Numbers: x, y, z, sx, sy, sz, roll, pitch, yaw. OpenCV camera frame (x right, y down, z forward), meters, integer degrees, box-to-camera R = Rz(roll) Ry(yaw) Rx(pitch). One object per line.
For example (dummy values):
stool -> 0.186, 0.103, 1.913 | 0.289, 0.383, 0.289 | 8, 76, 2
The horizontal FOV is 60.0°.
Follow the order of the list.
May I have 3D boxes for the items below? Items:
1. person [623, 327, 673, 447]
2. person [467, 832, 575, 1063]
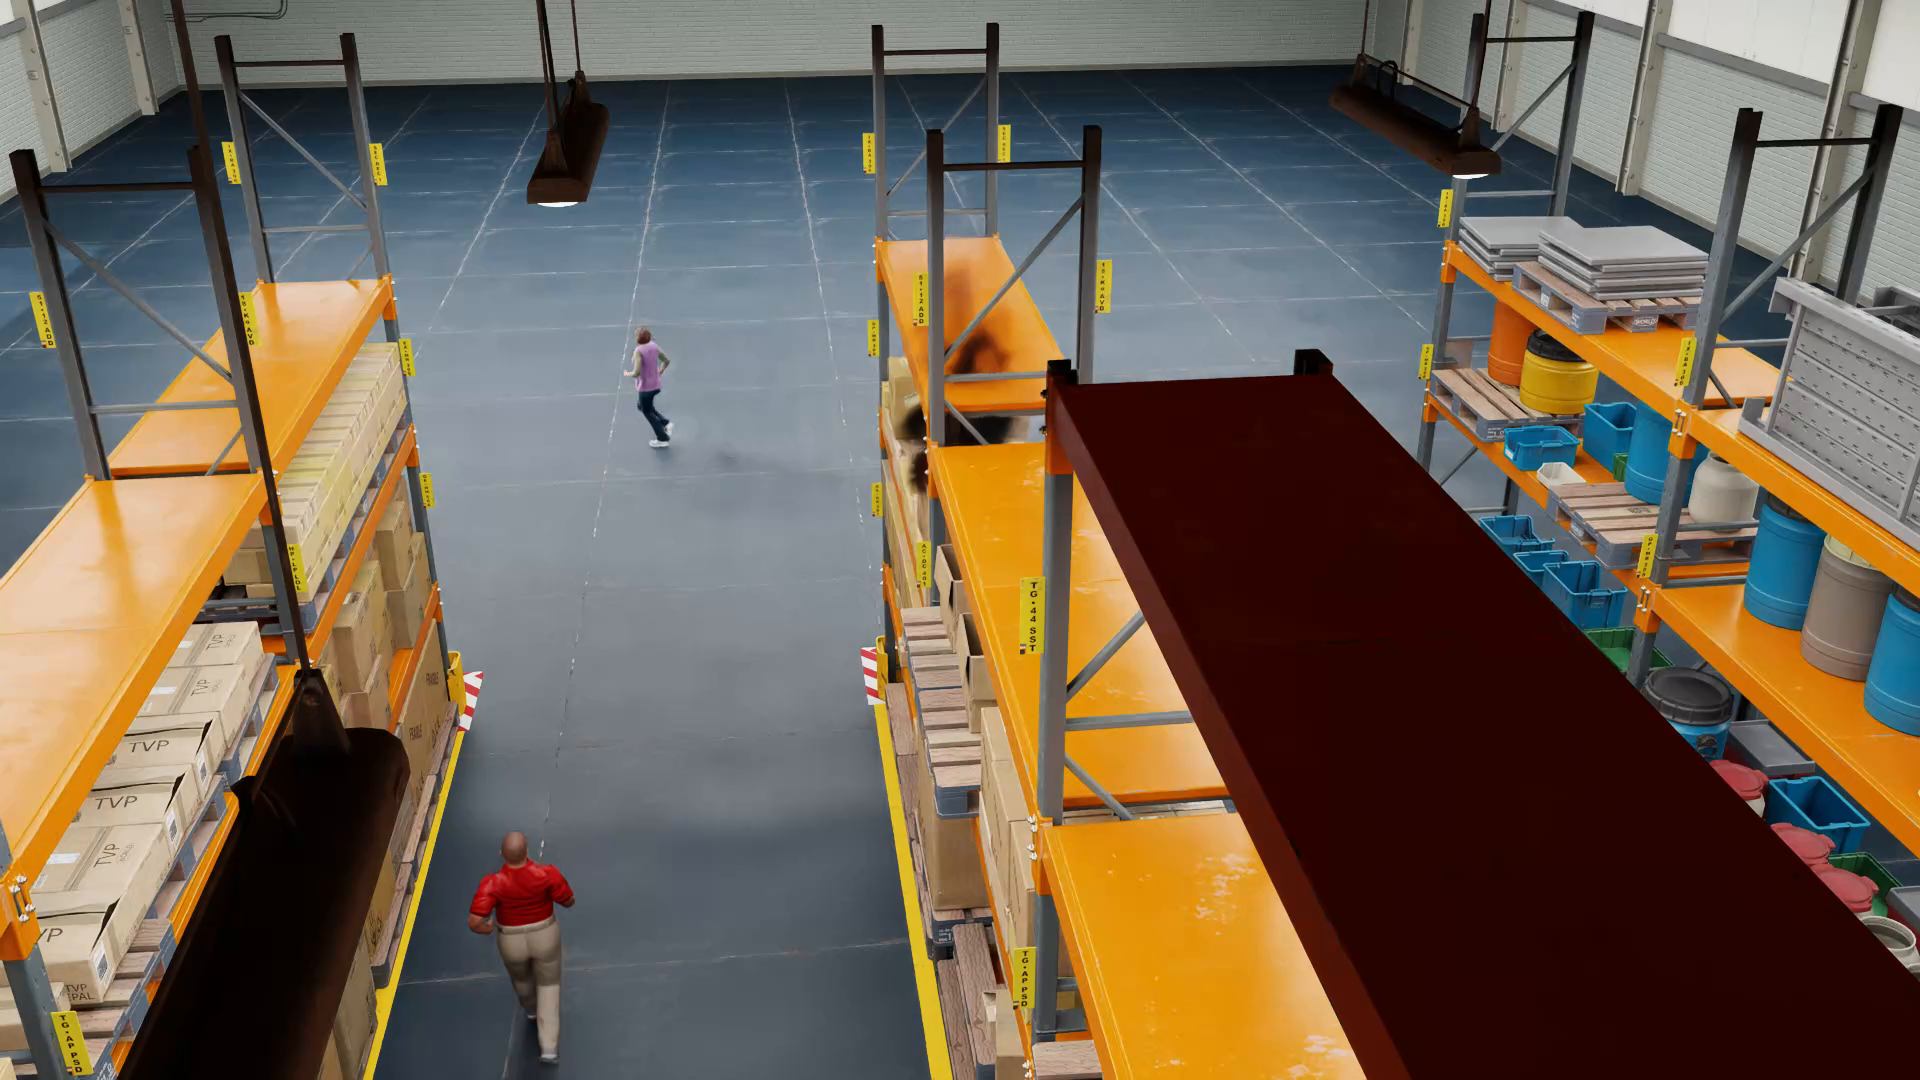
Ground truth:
person -> -3.911, -1.904, 20.690 | 0.540, 1.567, 0.521 | 12, 28, 23
person -> -2.842, 2.621, 10.935 | 0.665, 1.699, 1.010 | -6, 26, -12
